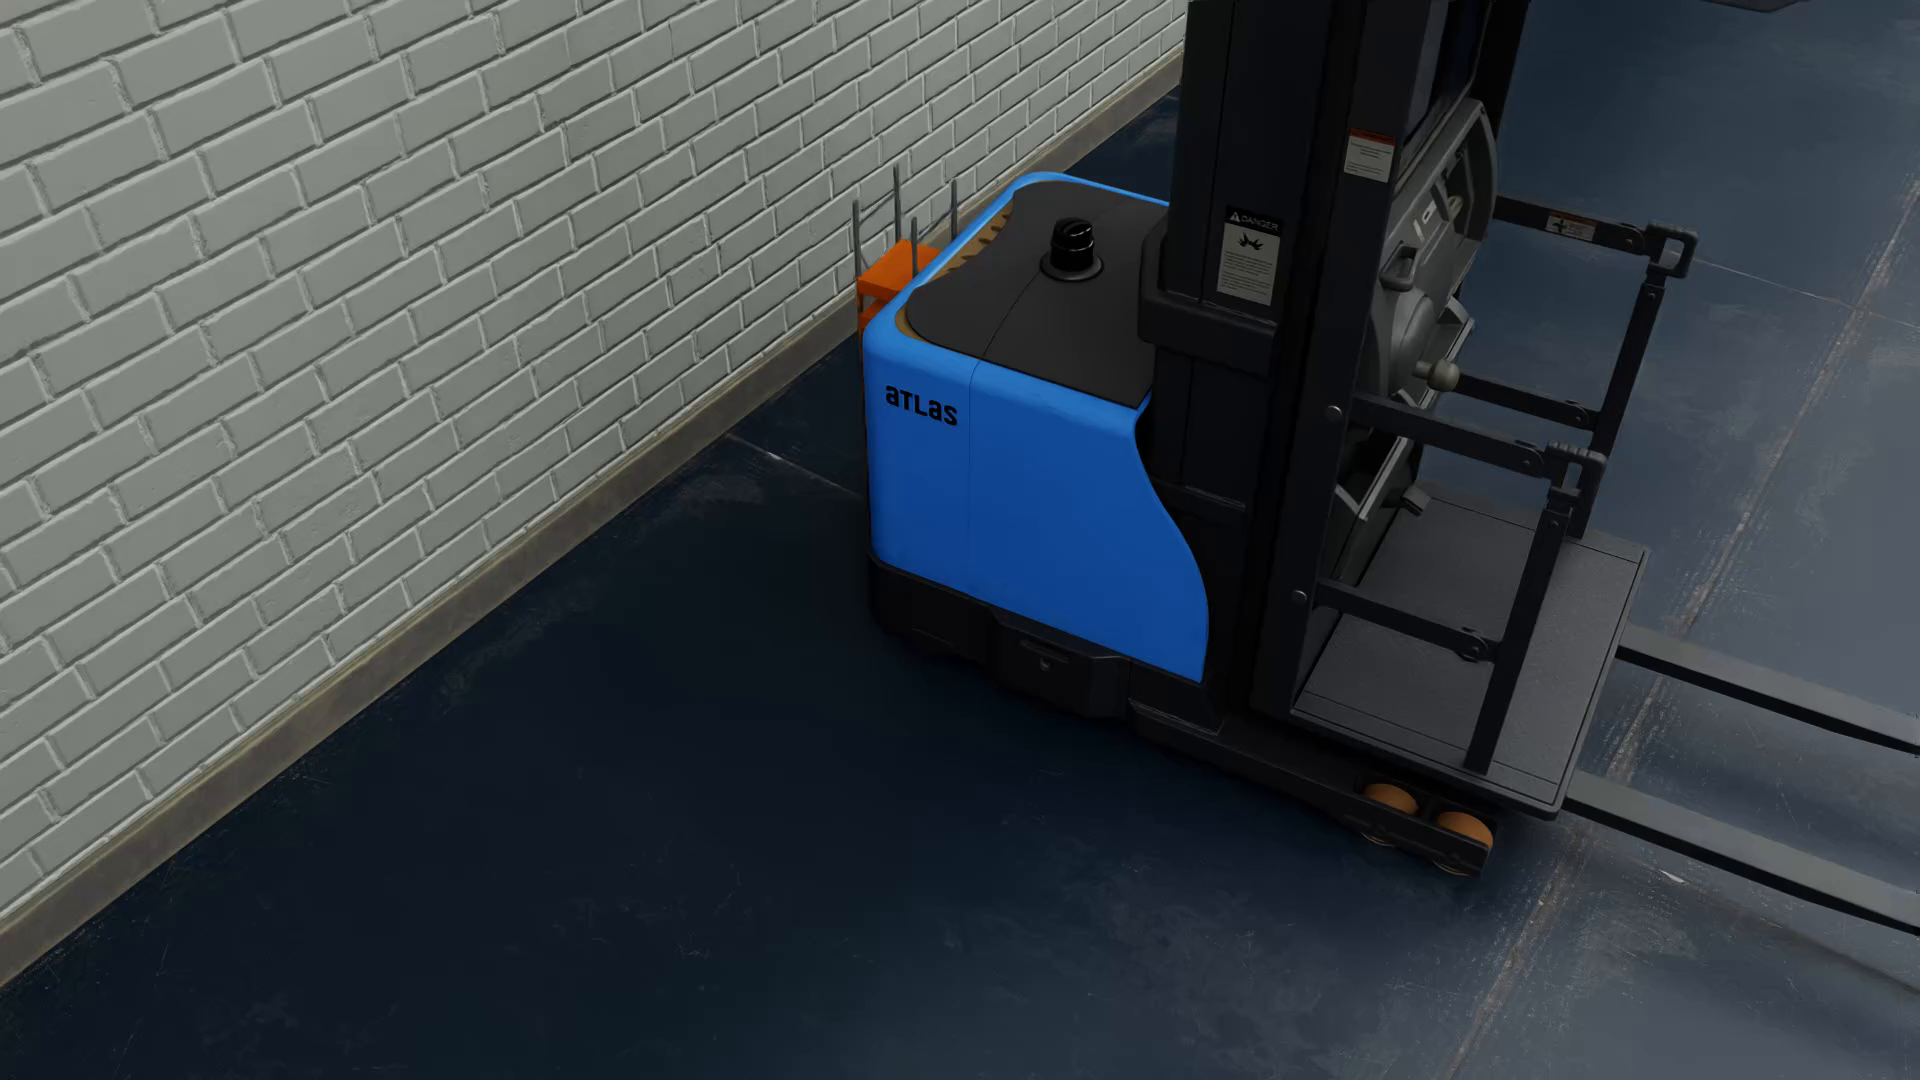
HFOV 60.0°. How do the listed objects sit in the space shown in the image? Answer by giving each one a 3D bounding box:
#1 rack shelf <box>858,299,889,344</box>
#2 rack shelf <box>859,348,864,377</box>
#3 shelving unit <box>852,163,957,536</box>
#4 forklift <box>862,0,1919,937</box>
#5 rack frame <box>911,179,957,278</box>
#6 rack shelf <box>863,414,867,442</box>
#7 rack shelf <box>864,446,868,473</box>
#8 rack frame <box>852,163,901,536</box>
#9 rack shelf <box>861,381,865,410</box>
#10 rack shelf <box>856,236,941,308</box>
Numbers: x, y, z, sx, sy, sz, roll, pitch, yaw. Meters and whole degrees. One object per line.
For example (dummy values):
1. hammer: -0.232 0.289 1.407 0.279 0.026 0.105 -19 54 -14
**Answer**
1. rack shelf: -0.149 -0.645 4.778 0.180 0.103 0.258 20 46 21
2. rack shelf: -0.149 -0.556 4.858 0.180 0.103 0.258 20 46 21
3. shelving unit: -0.149 -0.499 4.908 0.189 1.200 0.258 20 46 21
4. forklift: 1.273 -0.638 3.765 3.031 2.935 1.130 20 46 21
5. rack frame: -0.069 -0.470 4.875 0.006 1.200 0.240 20 46 21
6. rack shelf: -0.149 -0.377 5.018 0.180 0.103 0.258 20 46 21
7. rack shelf: -0.149 -0.287 5.098 0.180 0.103 0.258 20 46 21
8. rack frame: -0.229 -0.529 4.941 0.006 1.200 0.240 20 46 21
9. rack shelf: -0.149 -0.466 4.938 0.180 0.103 0.258 20 46 21
10. rack shelf: -0.149 -0.734 4.698 0.180 0.103 0.258 20 46 21
